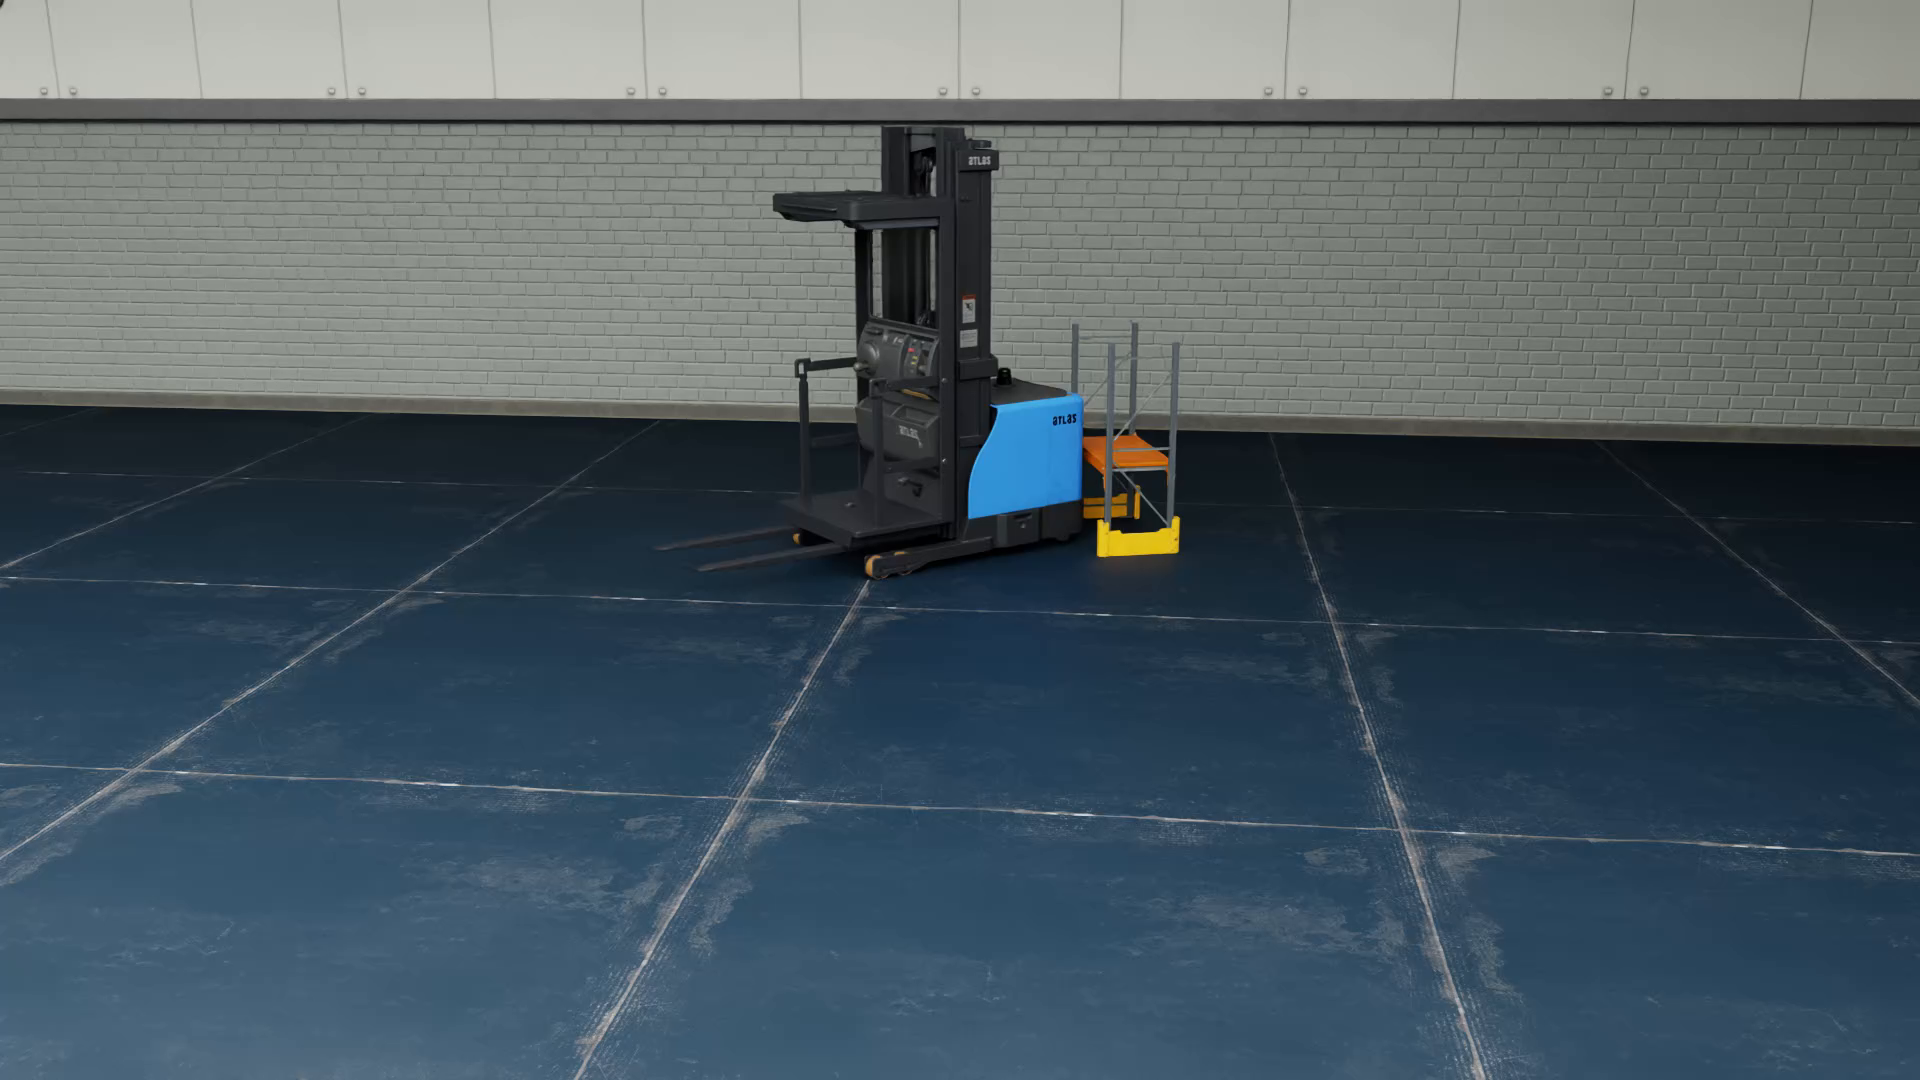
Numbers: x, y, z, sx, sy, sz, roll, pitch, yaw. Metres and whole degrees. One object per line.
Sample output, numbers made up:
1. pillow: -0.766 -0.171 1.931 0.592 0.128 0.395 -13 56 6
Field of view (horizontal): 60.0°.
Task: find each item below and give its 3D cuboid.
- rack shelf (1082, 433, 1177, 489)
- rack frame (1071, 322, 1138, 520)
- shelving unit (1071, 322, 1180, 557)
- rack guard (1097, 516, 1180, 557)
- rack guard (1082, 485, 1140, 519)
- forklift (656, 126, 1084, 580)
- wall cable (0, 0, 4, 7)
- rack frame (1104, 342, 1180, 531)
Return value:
1. rack shelf: 1.174 -0.586 12.144 0.538 0.185 1.000 -3 15 -10
2. rack frame: 1.084 -0.890 12.580 0.500 1.500 0.032 -3 15 -10
3. shelving unit: 1.176 -0.757 12.089 0.587 1.500 1.083 -3 15 -10
4. rack guard: 1.264 -0.026 11.779 0.587 0.250 0.087 -3 15 -10
5. rack guard: 1.087 -0.282 12.725 0.587 0.250 0.087 -3 15 -10
6. forklift: -0.601 -1.302 11.360 3.031 2.935 1.130 -10 18 -33
7. wall cable: -10.445 -7.409 15.809 2.305 6.003 0.169 2 15 6
8. rack frame: 1.265 -0.629 11.615 0.500 1.500 0.032 -3 15 -10
